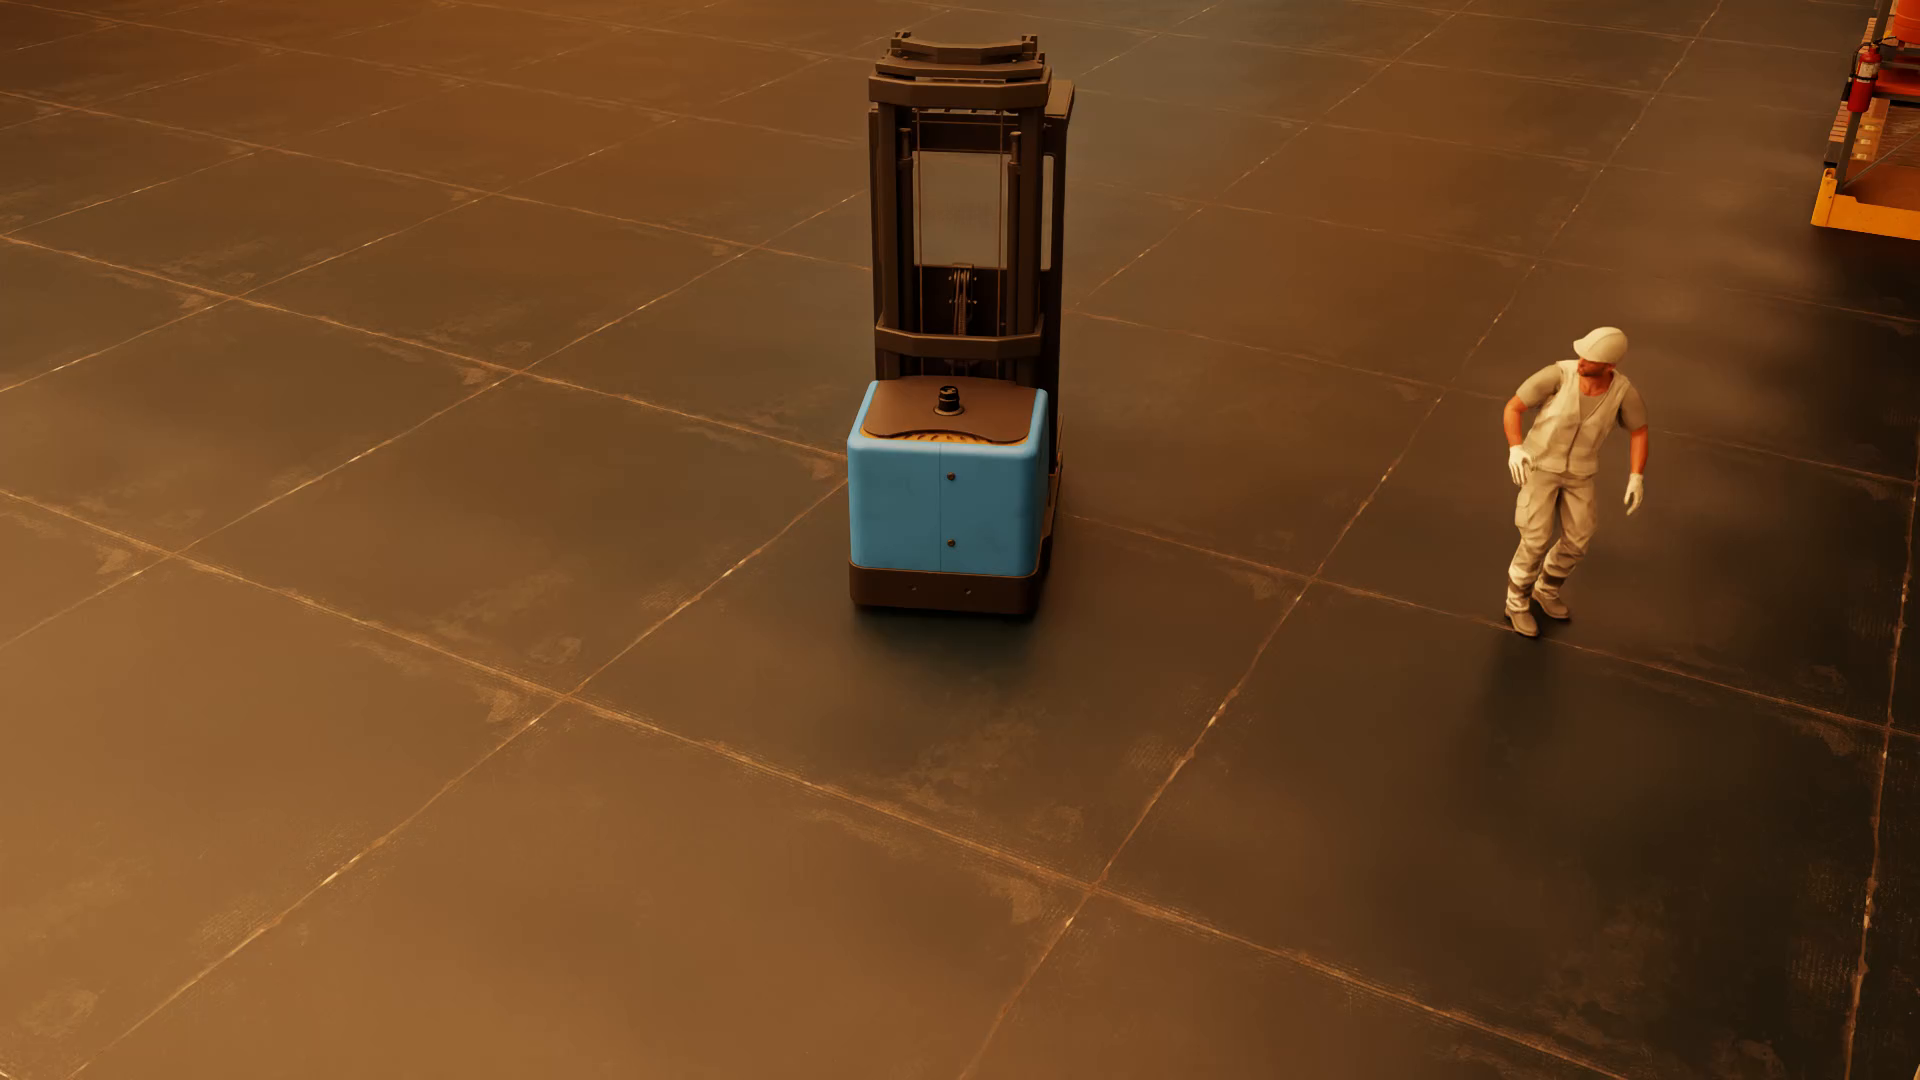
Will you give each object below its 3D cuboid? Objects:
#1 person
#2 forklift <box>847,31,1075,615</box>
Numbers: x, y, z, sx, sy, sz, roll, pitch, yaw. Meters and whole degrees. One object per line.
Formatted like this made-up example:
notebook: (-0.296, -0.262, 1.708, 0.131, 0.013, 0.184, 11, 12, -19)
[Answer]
person: (3.254, -0.329, 8.840, 0.740, 1.741, 0.512, 1, 30, 1)
forklift: (0.072, -1.572, 9.794, 1.130, 2.935, 3.031, 3, 30, 6)
